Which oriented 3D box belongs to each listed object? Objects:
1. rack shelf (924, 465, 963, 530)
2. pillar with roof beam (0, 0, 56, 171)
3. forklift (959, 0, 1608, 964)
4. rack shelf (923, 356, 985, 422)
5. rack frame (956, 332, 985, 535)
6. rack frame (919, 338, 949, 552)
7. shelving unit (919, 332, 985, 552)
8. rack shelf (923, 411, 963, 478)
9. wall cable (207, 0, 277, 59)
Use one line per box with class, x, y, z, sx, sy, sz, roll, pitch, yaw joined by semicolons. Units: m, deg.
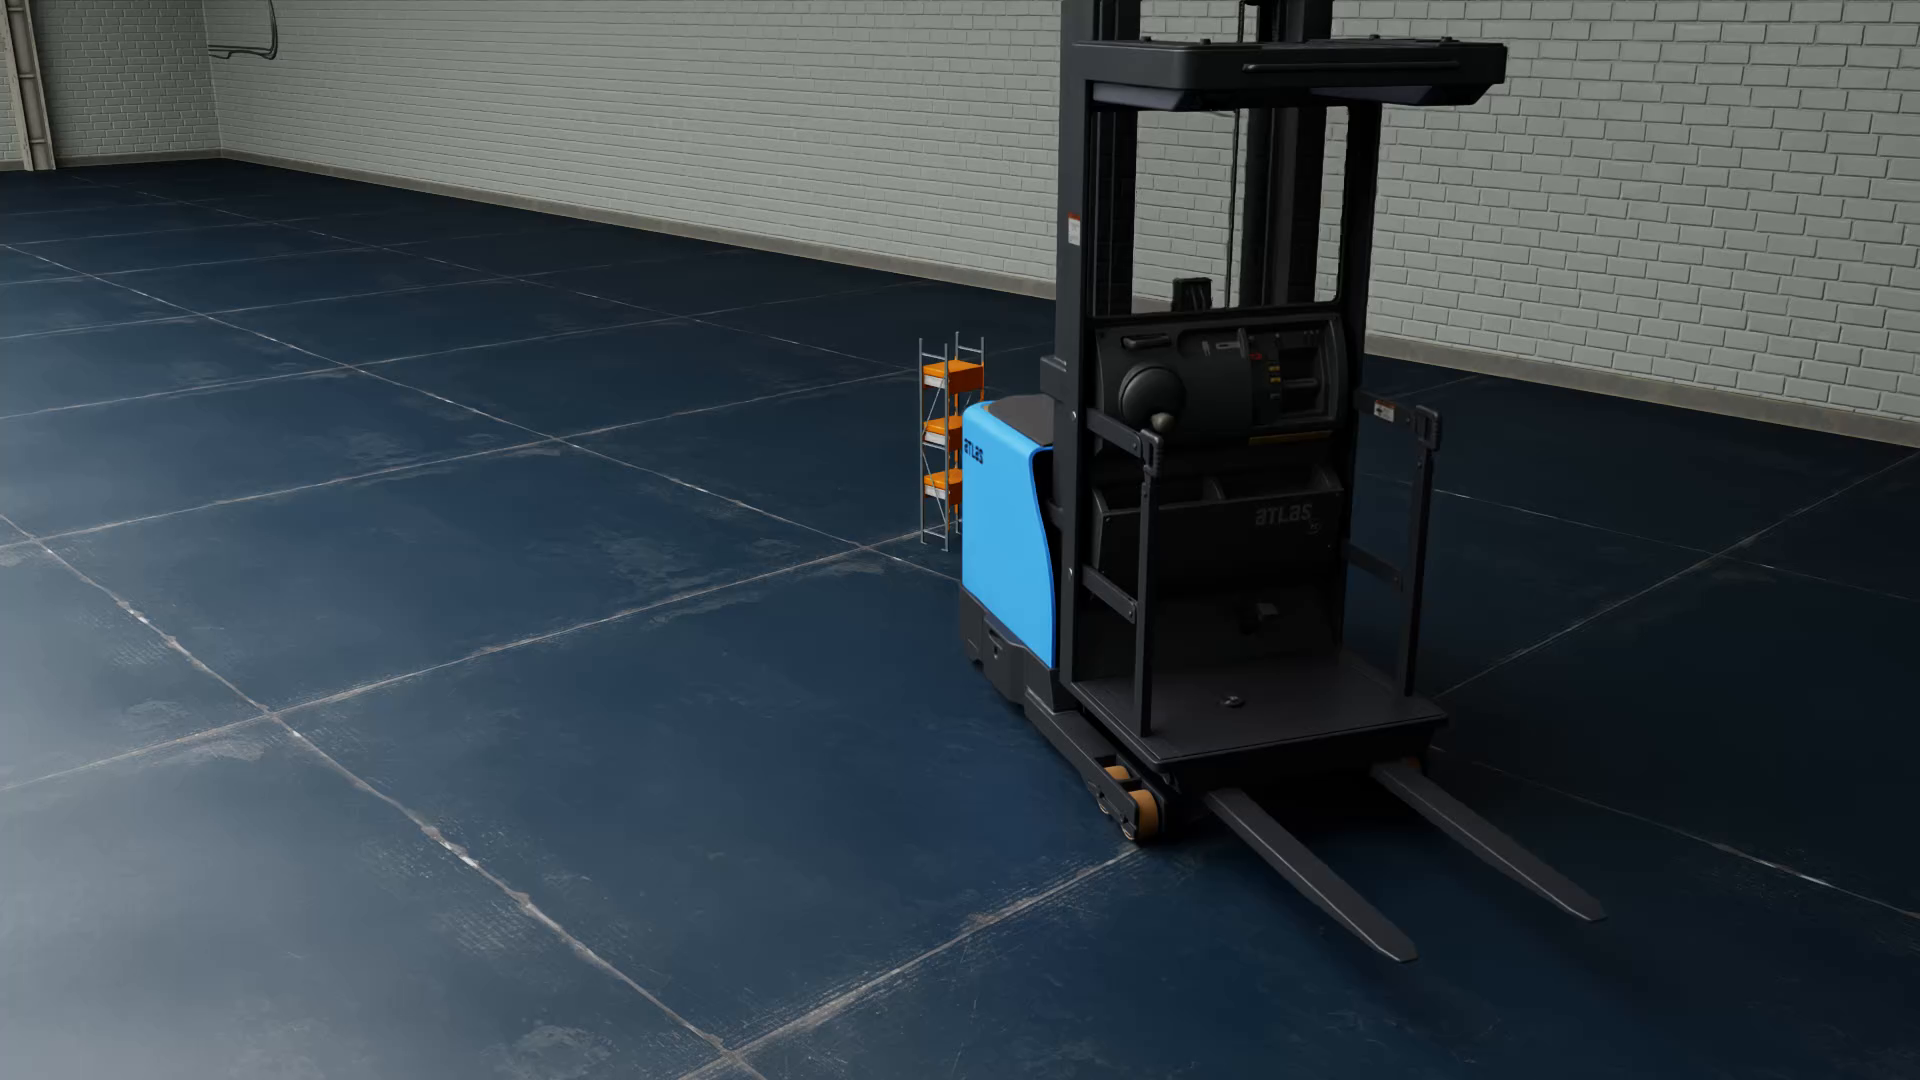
rack shelf;-0.039;-0.214;8.377;0.240;0.259;0.215;-16;24;-41
pillar with roof beam;-12.051;-9.364;22.776;0.400;9.000;9.100;-16;24;-41
forklift;0.964;-0.552;5.434;1.130;2.935;3.031;-6;19;-18
rack shelf;-0.039;-0.748;8.204;0.240;0.259;0.215;-16;24;-41
rack frame;0.050;-0.514;8.368;0.008;1.050;0.200;-16;24;-41
rack frame;-0.128;-0.462;8.208;0.008;1.050;0.200;-16;24;-41
shelving unit;-0.039;-0.488;8.288;0.252;1.050;0.215;-16;24;-41
rack shelf;-0.039;-0.478;8.291;0.240;0.259;0.215;-16;24;-41
wall cable;-11.960;-9.180;27.242;0.112;2.526;3.097;-16;24;-41
